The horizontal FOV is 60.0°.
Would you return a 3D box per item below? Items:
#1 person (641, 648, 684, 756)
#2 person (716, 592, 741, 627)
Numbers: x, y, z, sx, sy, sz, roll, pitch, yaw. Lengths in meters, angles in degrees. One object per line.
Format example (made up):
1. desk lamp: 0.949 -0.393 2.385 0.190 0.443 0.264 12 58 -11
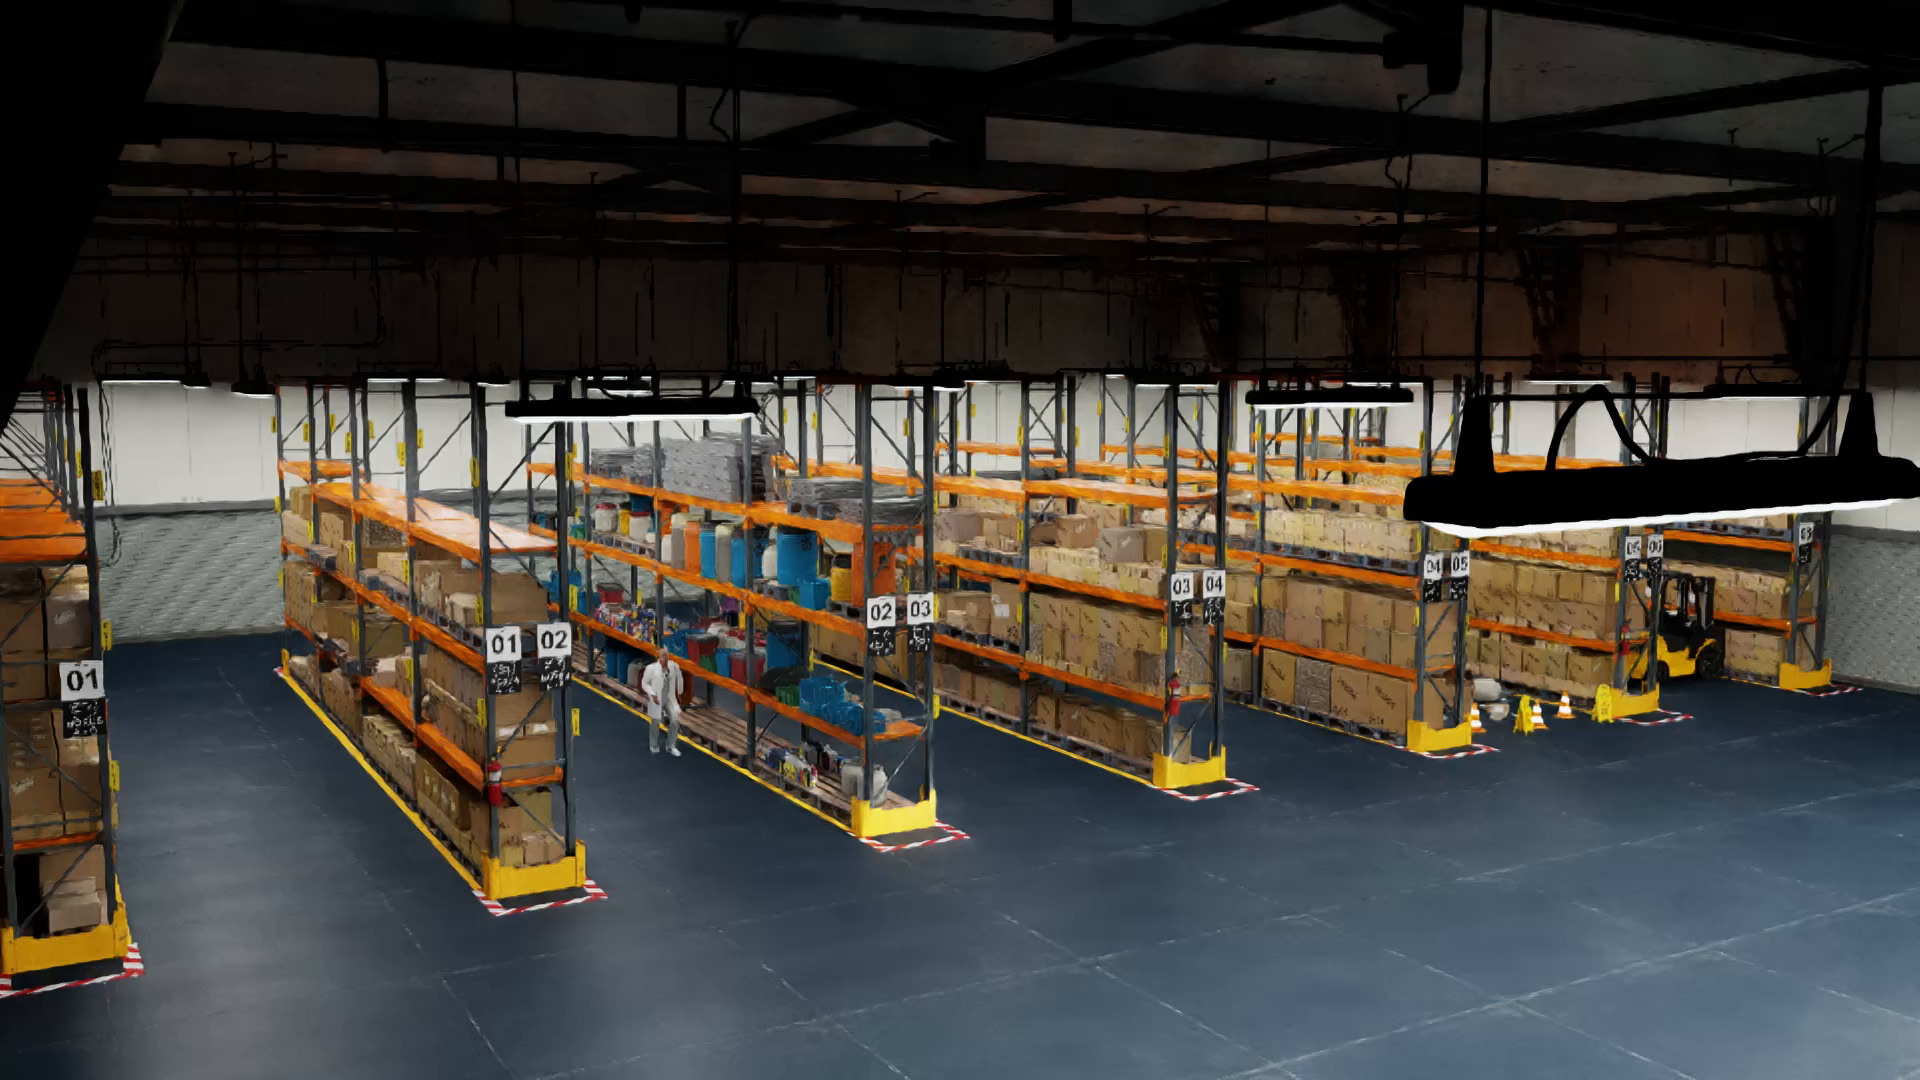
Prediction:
1. person: -4.733 2.613 26.580 0.750 1.639 0.748 -3 7 -26
2. person: -5.114 1.548 36.806 0.566 1.540 0.516 -4 7 -31
